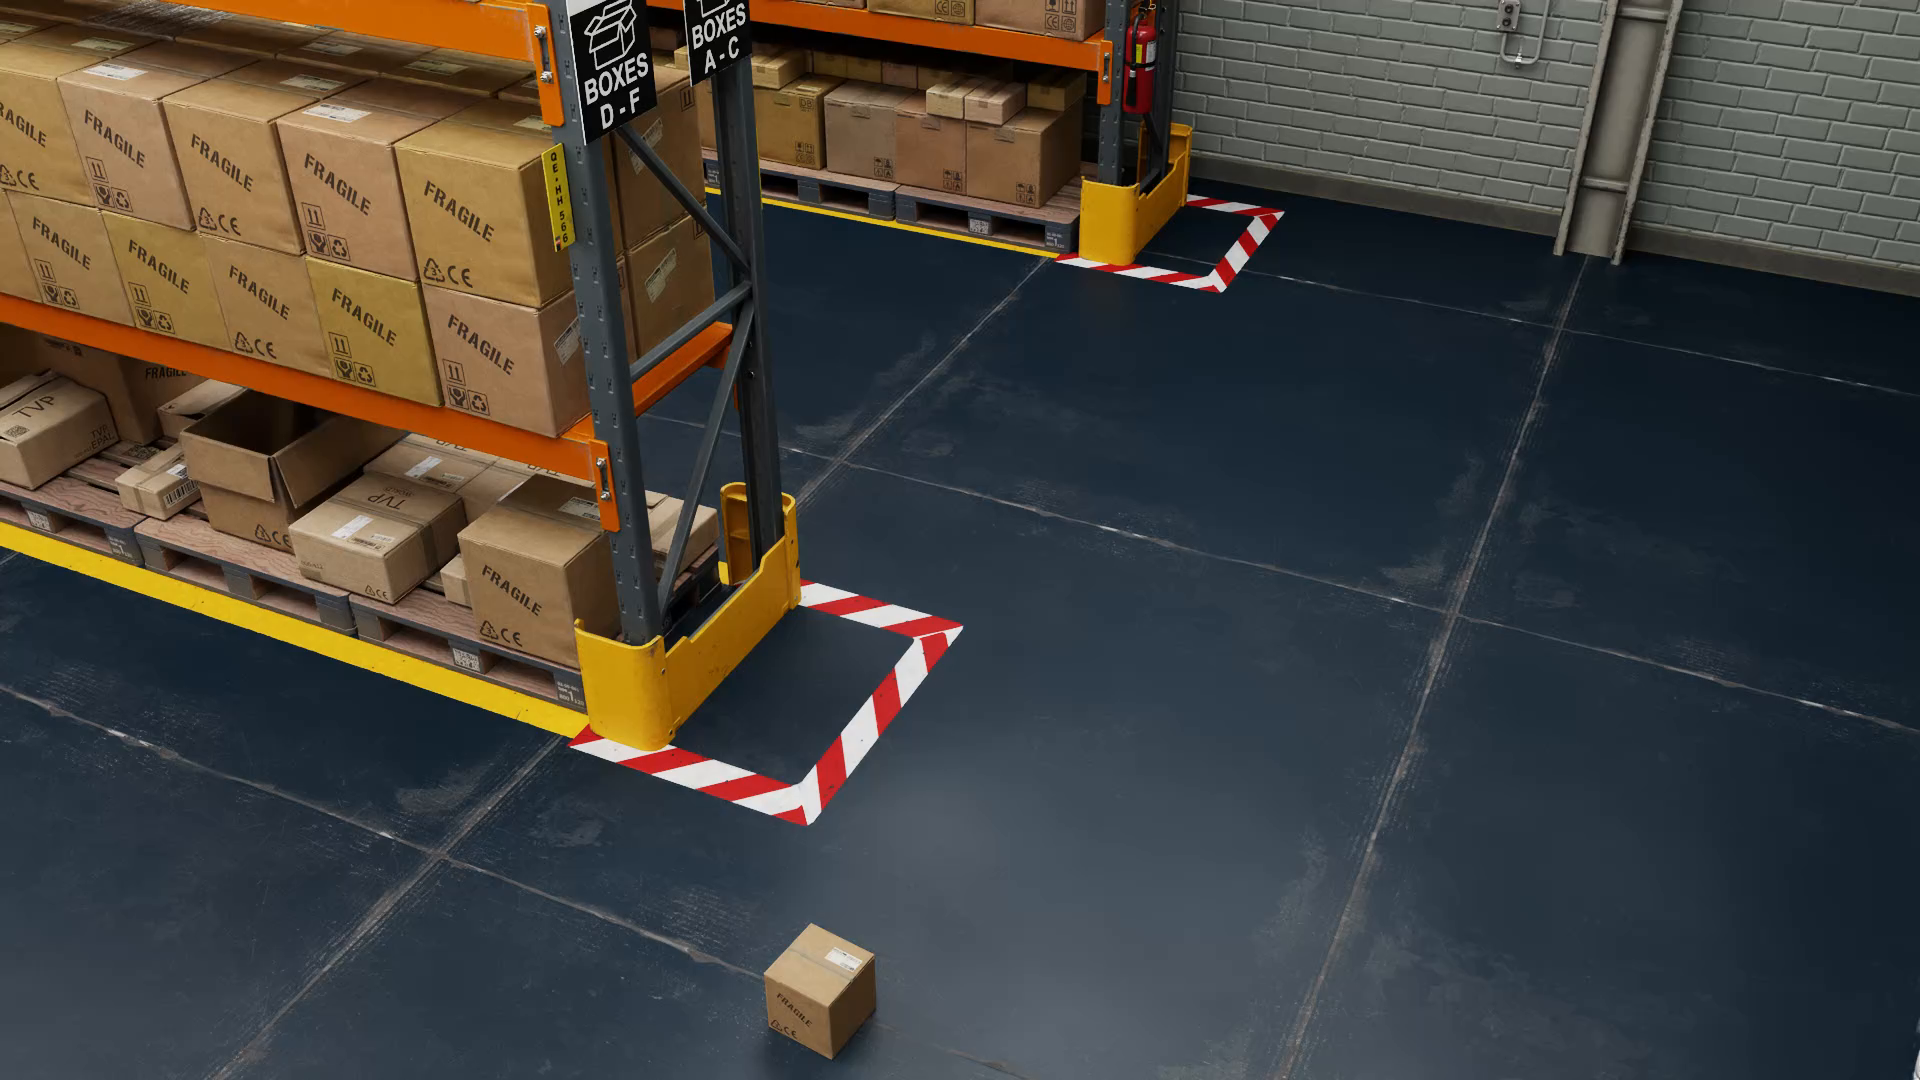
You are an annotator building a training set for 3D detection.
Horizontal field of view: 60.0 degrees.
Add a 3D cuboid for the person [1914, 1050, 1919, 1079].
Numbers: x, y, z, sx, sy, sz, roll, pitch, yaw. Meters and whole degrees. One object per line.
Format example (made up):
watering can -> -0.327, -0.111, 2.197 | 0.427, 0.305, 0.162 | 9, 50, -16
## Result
person -> 2.304, 1.533, 3.845 | 0.846, 1.629, 0.473 | 22, 40, 29
